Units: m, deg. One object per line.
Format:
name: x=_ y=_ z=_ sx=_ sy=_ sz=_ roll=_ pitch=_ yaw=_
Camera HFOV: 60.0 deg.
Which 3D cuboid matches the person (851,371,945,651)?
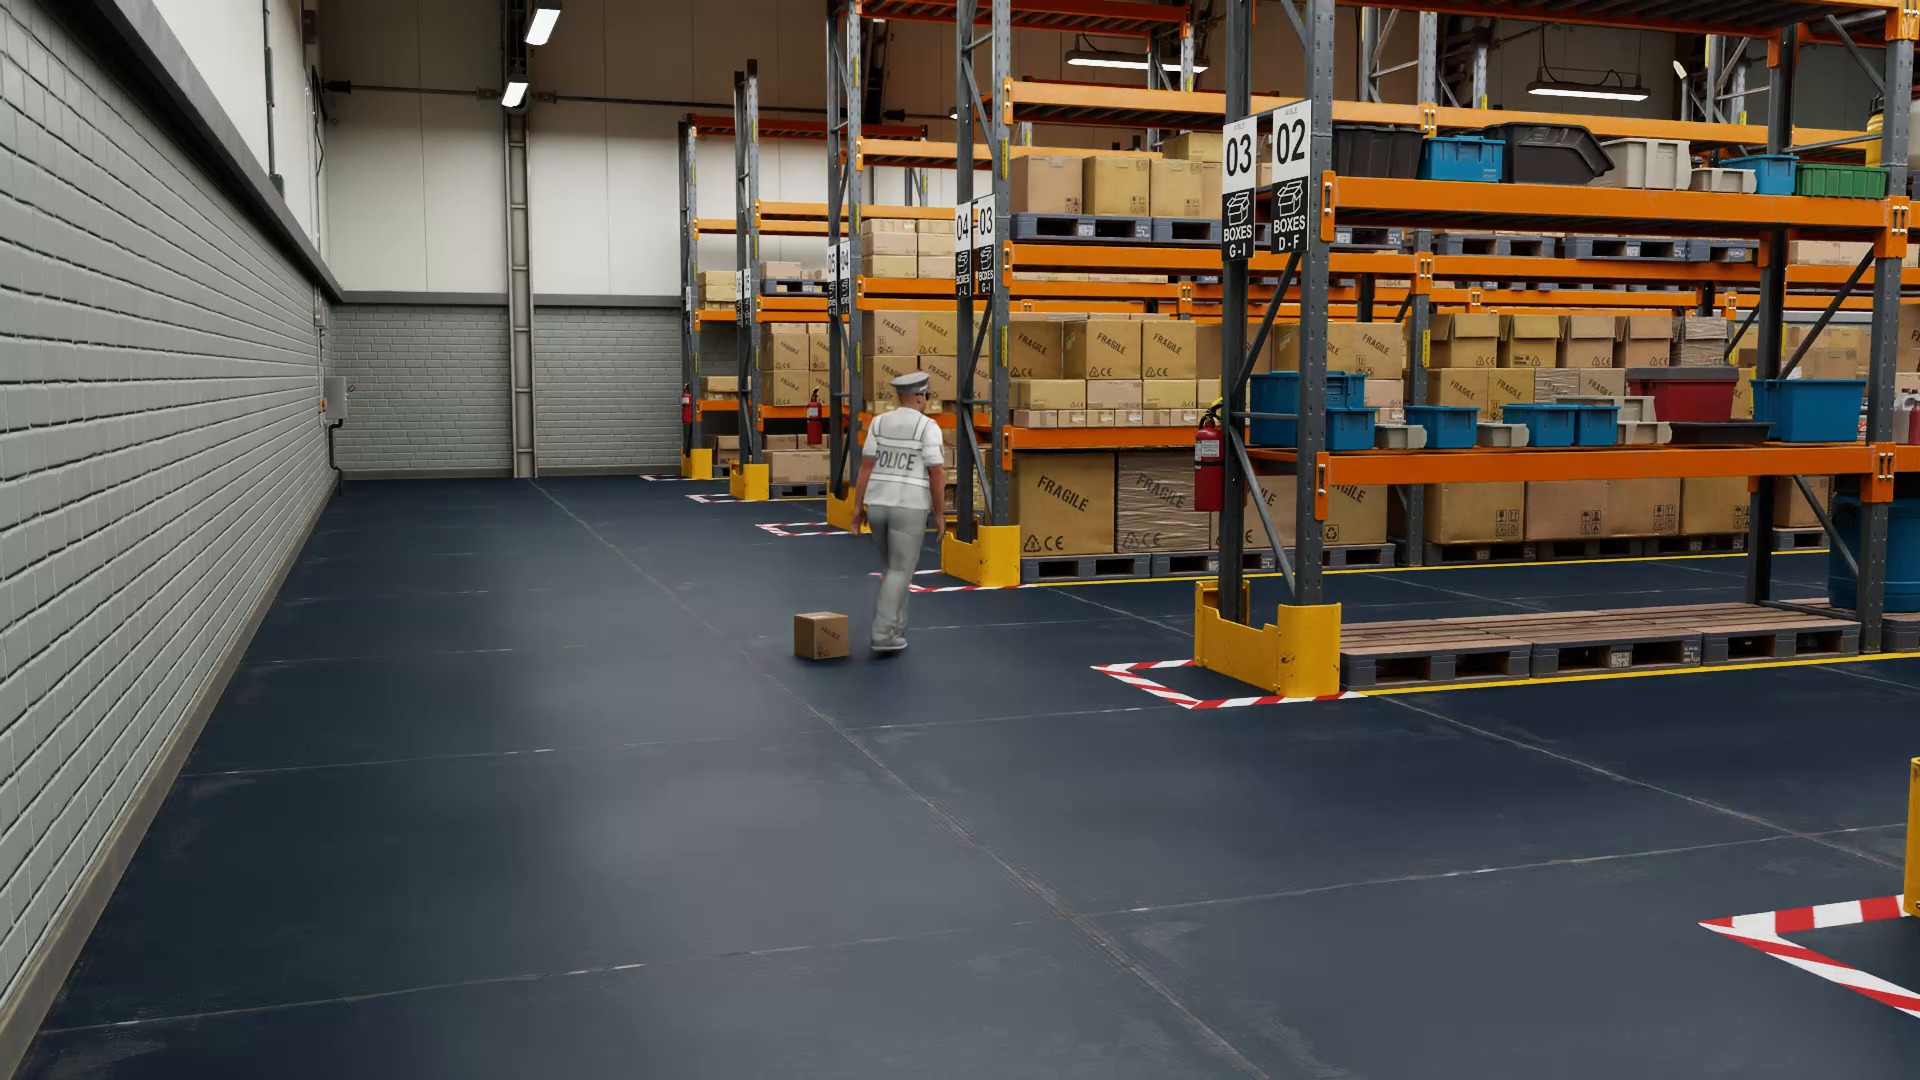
person: x=-0.370 y=-0.151 z=10.428 sx=0.569 sy=1.804 sz=0.630 roll=4 pitch=7 yaw=33
